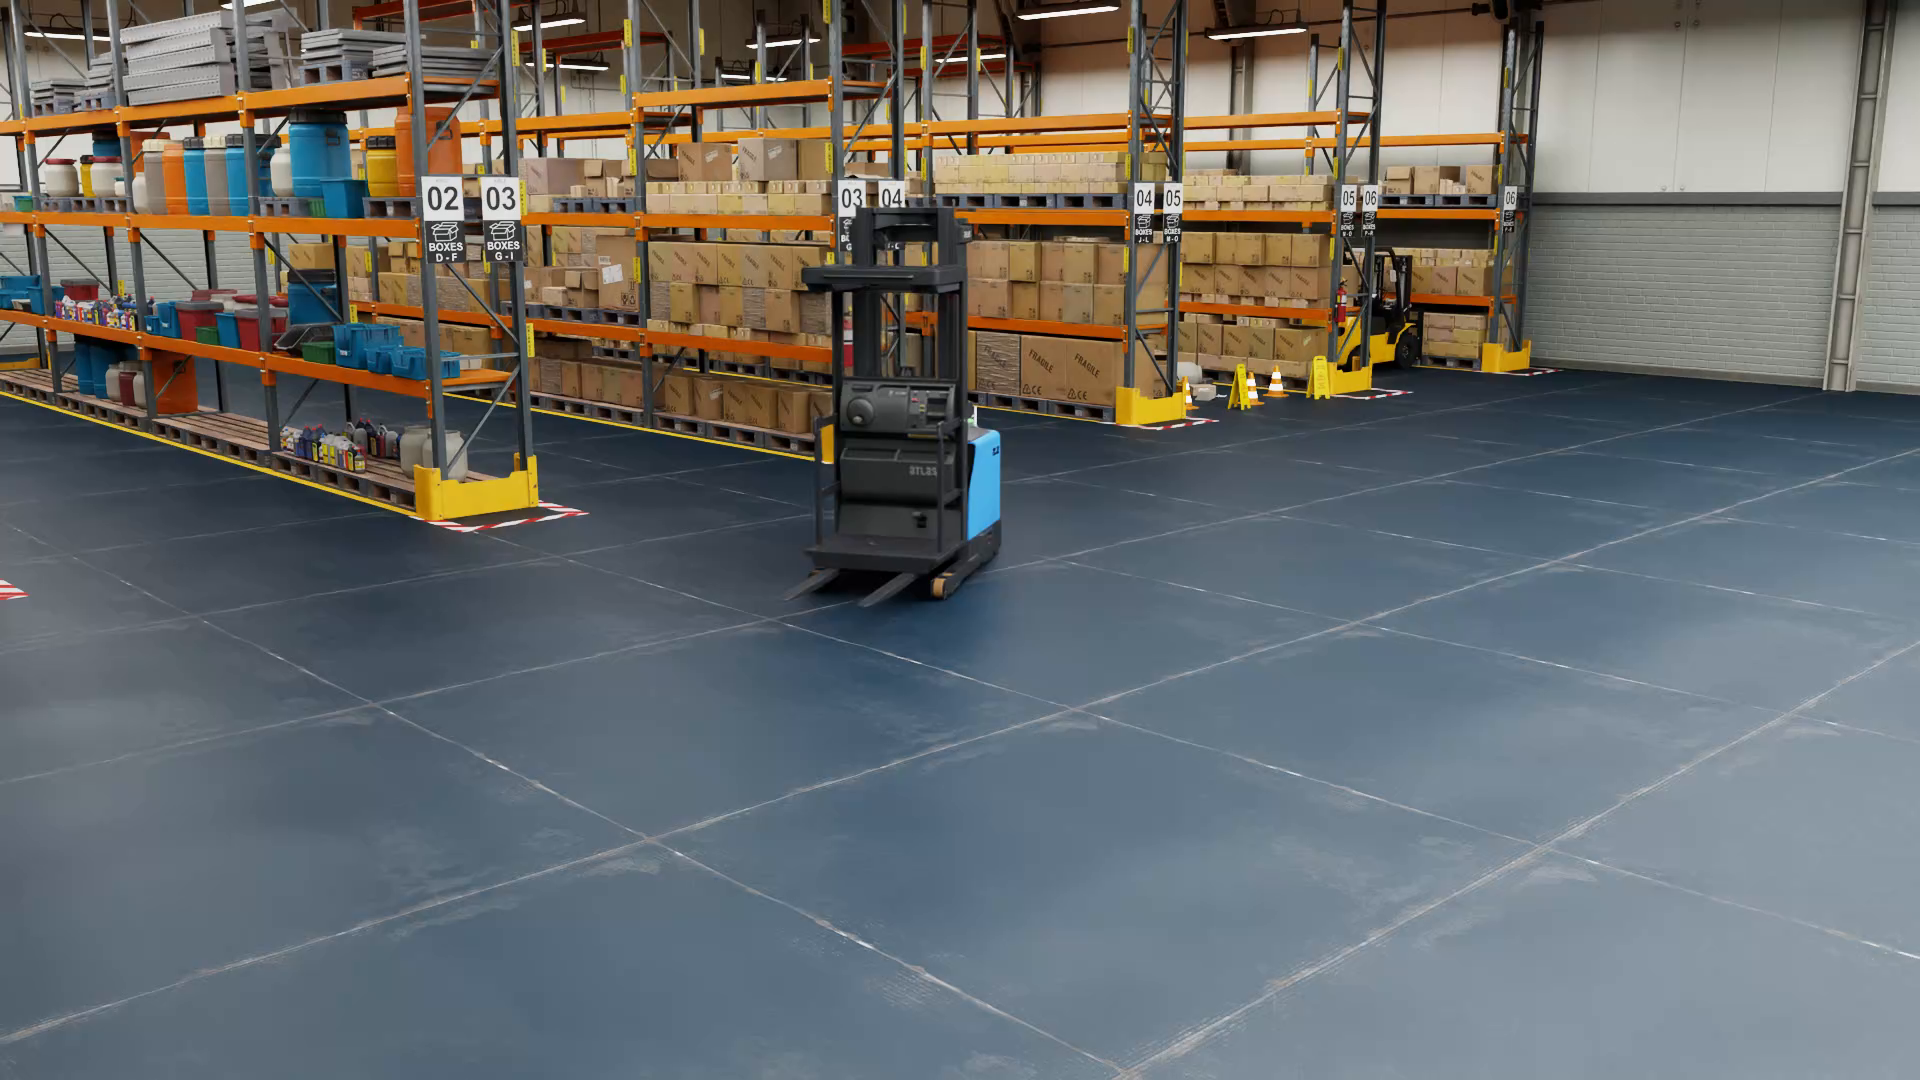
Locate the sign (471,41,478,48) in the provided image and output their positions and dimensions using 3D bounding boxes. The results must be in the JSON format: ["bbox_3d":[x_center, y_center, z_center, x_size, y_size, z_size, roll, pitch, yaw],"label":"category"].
[{"bbox_3d":[-6.968,-7.002,23.888,0.100,0.325,0.005,-11,16,-43],"label":"sign"}]

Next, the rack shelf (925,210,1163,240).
[{"bbox_3d":[1.232,-4.524,23.784,1.077,0.370,4.000,-11,16,-43],"label":"rack shelf"}]

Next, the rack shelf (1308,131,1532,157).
[{"bbox_3d":[8.330,-7.194,30.301,1.077,0.370,4.000,-11,16,-43],"label":"rack shelf"}]

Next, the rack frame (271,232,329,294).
[{"bbox_3d":[-12.093,-4.774,30.648,1.000,3.000,0.127,-11,16,-43],"label":"rack frame"}]

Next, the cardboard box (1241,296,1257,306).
[{"bbox_3d":[4.776,-3.898,27.021,0.380,0.149,0.250,-11,16,-43],"label":"cardboard box"}]

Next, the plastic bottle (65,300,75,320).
[{"bbox_3d":[-12.617,-3.265,23.632,0.152,0.276,0.135,-11,16,-43],"label":"plastic bottle"}]

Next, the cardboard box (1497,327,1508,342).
[{"bbox_3d":[9.536,-3.713,30.035,0.500,0.250,0.500,-11,16,-42],"label":"cardboard box"}]

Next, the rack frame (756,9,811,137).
[{"bbox_3d":[-2.912,-7.221,27.659,1.000,3.000,0.127,-11,16,-43],"label":"rack frame"}]

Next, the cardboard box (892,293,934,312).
[{"bbox_3d":[-0.703,-3.787,25.610,0.500,0.500,0.500,-11,16,-43],"label":"cardboard box"}]

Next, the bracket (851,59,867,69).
[{"bbox_3d":[-2.519,-11.957,41.728,0.235,0.232,0.430,-11,16,-43],"label":"bracket"}]

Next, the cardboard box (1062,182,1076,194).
[{"bbox_3d":[1.613,-4.828,22.814,0.380,0.149,0.250,-11,16,-42],"label":"cardboard box"}]

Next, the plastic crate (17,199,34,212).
[{"bbox_3d":[-13.425,-4.885,24.279,0.450,0.188,0.662,-11,16,-43],"label":"plastic crate"}]

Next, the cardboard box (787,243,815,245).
[{"bbox_3d":[-1.913,-3.388,20.459,0.500,0.500,0.500,-11,16,-43],"label":"cardboard box"}]

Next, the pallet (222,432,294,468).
[{"bbox_3d":[-7.959,-1.076,19.609,1.003,0.211,1.213,-11,16,-43],"label":"pallet"}]

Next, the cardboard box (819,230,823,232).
[{"bbox_3d":[-2.710,-6.481,34.604,0.380,0.149,0.250,-10,16,-41],"label":"cardboard box"}]

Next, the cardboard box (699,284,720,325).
[{"bbox_3d":[-2.802,-3.006,21.083,0.875,0.500,0.500,-11,16,-43],"label":"cardboard box"}]

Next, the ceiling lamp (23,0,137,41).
[{"bbox_3d":[-15.708,-10.623,29.708,2.000,3.185,0.800,-11,16,-43],"label":"ceiling lamp"}]

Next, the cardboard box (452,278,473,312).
[{"bbox_3d":[-7.429,-3.766,25.510,0.500,0.500,0.500,-11,16,-43],"label":"cardboard box"}]

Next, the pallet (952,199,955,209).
[{"bbox_3d":[0.116,-6.450,31.821,1.213,0.211,1.003,-10,15,-40],"label":"pallet"}]

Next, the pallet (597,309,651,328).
[{"bbox_3d":[-4.229,-3.060,22.807,1.003,0.211,1.213,-11,16,-43],"label":"pallet"}]

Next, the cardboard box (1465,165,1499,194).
[{"bbox_3d":[9.229,-6.315,29.160,0.500,0.500,0.500,-10,15,-41],"label":"cardboard box"}]

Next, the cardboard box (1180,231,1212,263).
[{"bbox_3d":[3.845,-4.916,27.875,0.700,0.500,0.500,-11,16,-42],"label":"cardboard box"}]

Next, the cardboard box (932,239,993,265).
[{"bbox_3d":[0.081,-4.242,25.022,0.875,0.550,0.550,-11,16,-43],"label":"cardboard box"}]

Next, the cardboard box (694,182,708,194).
[{"bbox_3d":[-3.078,-4.370,20.640,0.380,0.149,0.250,-11,16,-44],"label":"cardboard box"}]

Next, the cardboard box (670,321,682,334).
[{"bbox_3d":[-3.520,-2.755,21.473,0.380,0.149,0.250,-11,16,-43],"label":"cardboard box"}]

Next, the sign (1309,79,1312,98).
[{"bbox_3d":[6.564,-8.453,31.127,0.100,0.325,0.005,-11,16,-43],"label":"sign"}]

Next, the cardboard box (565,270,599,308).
[{"bbox_3d":[-5.070,-3.519,23.260,0.797,0.503,0.637,-9,15,-37],"label":"cardboard box"}]

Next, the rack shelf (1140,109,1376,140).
[{"bbox_3d":[4.742,-6.696,26.901,1.077,0.370,4.000,-11,16,-43],"label":"rack shelf"}]

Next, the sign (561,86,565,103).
[{"bbox_3d":[-8.021,-8.998,33.577,0.100,0.325,0.005,-11,16,-43],"label":"sign"}]

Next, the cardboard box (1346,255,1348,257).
[{"bbox_3d":[7.358,-5.307,31.383,0.380,0.149,0.250,-11,16,-43],"label":"cardboard box"}]

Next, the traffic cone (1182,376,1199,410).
[{"bbox_3d":[3.273,-2.148,24.190,0.336,0.463,0.334,-11,16,-43],"label":"traffic cone"}]

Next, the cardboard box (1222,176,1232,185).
[{"bbox_3d":[4.476,-5.833,27.003,0.380,0.149,0.250,-10,16,-41],"label":"cardboard box"}]

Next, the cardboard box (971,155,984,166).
[{"bbox_3d":[0.383,-5.478,23.994,0.380,0.149,0.250,-11,16,-43],"label":"cardboard box"}]

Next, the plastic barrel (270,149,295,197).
[{"bbox_3d":[-7.233,-3.971,18.003,0.421,0.512,0.421,0,12,0],"label":"plastic barrel"}]

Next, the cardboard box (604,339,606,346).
[{"bbox_3d":[-6.633,-3.820,32.043,0.250,0.149,0.380,11,16,44],"label":"cardboard box"}]

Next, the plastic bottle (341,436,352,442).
[{"bbox_3d":[-6.618,-0.973,17.859,0.152,0.276,0.135,-11,16,-43],"label":"plastic bottle"}]

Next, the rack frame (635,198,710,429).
[{"bbox_3d":[-3.806,-3.022,22.148,1.000,3.000,0.127,-11,16,-43],"label":"rack frame"}]

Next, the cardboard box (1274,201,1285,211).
[{"bbox_3d":[5.193,-5.300,26.393,0.380,0.149,0.250,-11,16,-42],"label":"cardboard box"}]

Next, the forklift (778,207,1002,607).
[{"bbox_3d":[-0.546,-1.069,12.836,1.130,2.935,3.031,3,12,16],"label":"forklift"}]

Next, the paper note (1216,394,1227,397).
[{"bbox_3d":[4.031,-2.226,25.640,0.142,0.019,0.148,6,13,26],"label":"paper note"}]

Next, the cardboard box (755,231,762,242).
[{"bbox_3d":[-4.078,-6.435,35.987,0.500,0.500,0.500,-11,16,-43],"label":"cardboard box"}]

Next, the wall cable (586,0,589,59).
[{"bbox_3d":[-9.814,-12.969,39.208,2.355,3.000,0.029,-11,16,-43],"label":"wall cable"}]

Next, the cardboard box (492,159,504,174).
[{"bbox_3d":[-6.430,-5.265,24.111,0.500,0.500,0.500,-11,16,-42],"label":"cardboard box"}]

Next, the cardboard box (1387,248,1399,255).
[{"bbox_3d":[8.086,-5.309,30.655,0.380,0.149,0.250,-11,16,-42],"label":"cardboard box"}]

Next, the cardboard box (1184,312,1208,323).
[{"bbox_3d":[3.972,-3.722,27.852,0.380,0.149,0.250,-10,15,-40],"label":"cardboard box"}]

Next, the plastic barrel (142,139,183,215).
[{"bbox_3d":[-9.741,-4.480,20.549,0.600,0.901,0.600,0,12,0],"label":"plastic barrel"}]

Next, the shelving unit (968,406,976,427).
[{"bbox_3d":[-0.114,-0.612,14.908,0.258,1.200,0.503,-11,16,-43],"label":"shelving unit"}]

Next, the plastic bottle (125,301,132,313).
[{"bbox_3d":[-11.791,-3.258,23.608,0.097,0.271,0.097,0,12,0],"label":"plastic bottle"}]

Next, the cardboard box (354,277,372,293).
[{"bbox_3d":[-9.826,-4.290,27.935,0.500,0.250,0.500,-11,16,-44],"label":"cardboard box"}]

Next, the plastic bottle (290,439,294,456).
[{"bbox_3d":[-7.345,-1.040,18.369,0.097,0.201,0.097,0,12,0],"label":"plastic bottle"}]

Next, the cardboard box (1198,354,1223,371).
[{"bbox_3d":[4.318,-2.985,27.740,0.500,0.250,0.500,-11,16,-43],"label":"cardboard box"}]

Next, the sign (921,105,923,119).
[{"bbox_3d":[-0.923,-10.395,40.356,0.100,0.325,0.005,-11,16,-43],"label":"sign"}]

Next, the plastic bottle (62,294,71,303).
[{"bbox_3d":[-12.877,-3.373,23.972,0.144,0.351,0.185,-11,16,-43],"label":"plastic bottle"}]

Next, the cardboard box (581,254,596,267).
[{"bbox_3d":[-6.913,-5.241,31.931,0.500,0.500,0.500,-11,16,-43],"label":"cardboard box"}]

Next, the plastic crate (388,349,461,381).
[{"bbox_3d":[-5.188,-1.707,16.131,0.499,0.251,0.616,-11,16,-43],"label":"plastic crate"}]

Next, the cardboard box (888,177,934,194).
[{"bbox_3d":[-0.753,-5.430,25.483,0.500,0.250,0.500,-11,16,-42],"label":"cardboard box"}]

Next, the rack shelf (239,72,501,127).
[{"bbox_3d":[-6.008,-4.430,16.888,1.077,0.370,4.000,-11,16,-43],"label":"rack shelf"}]
